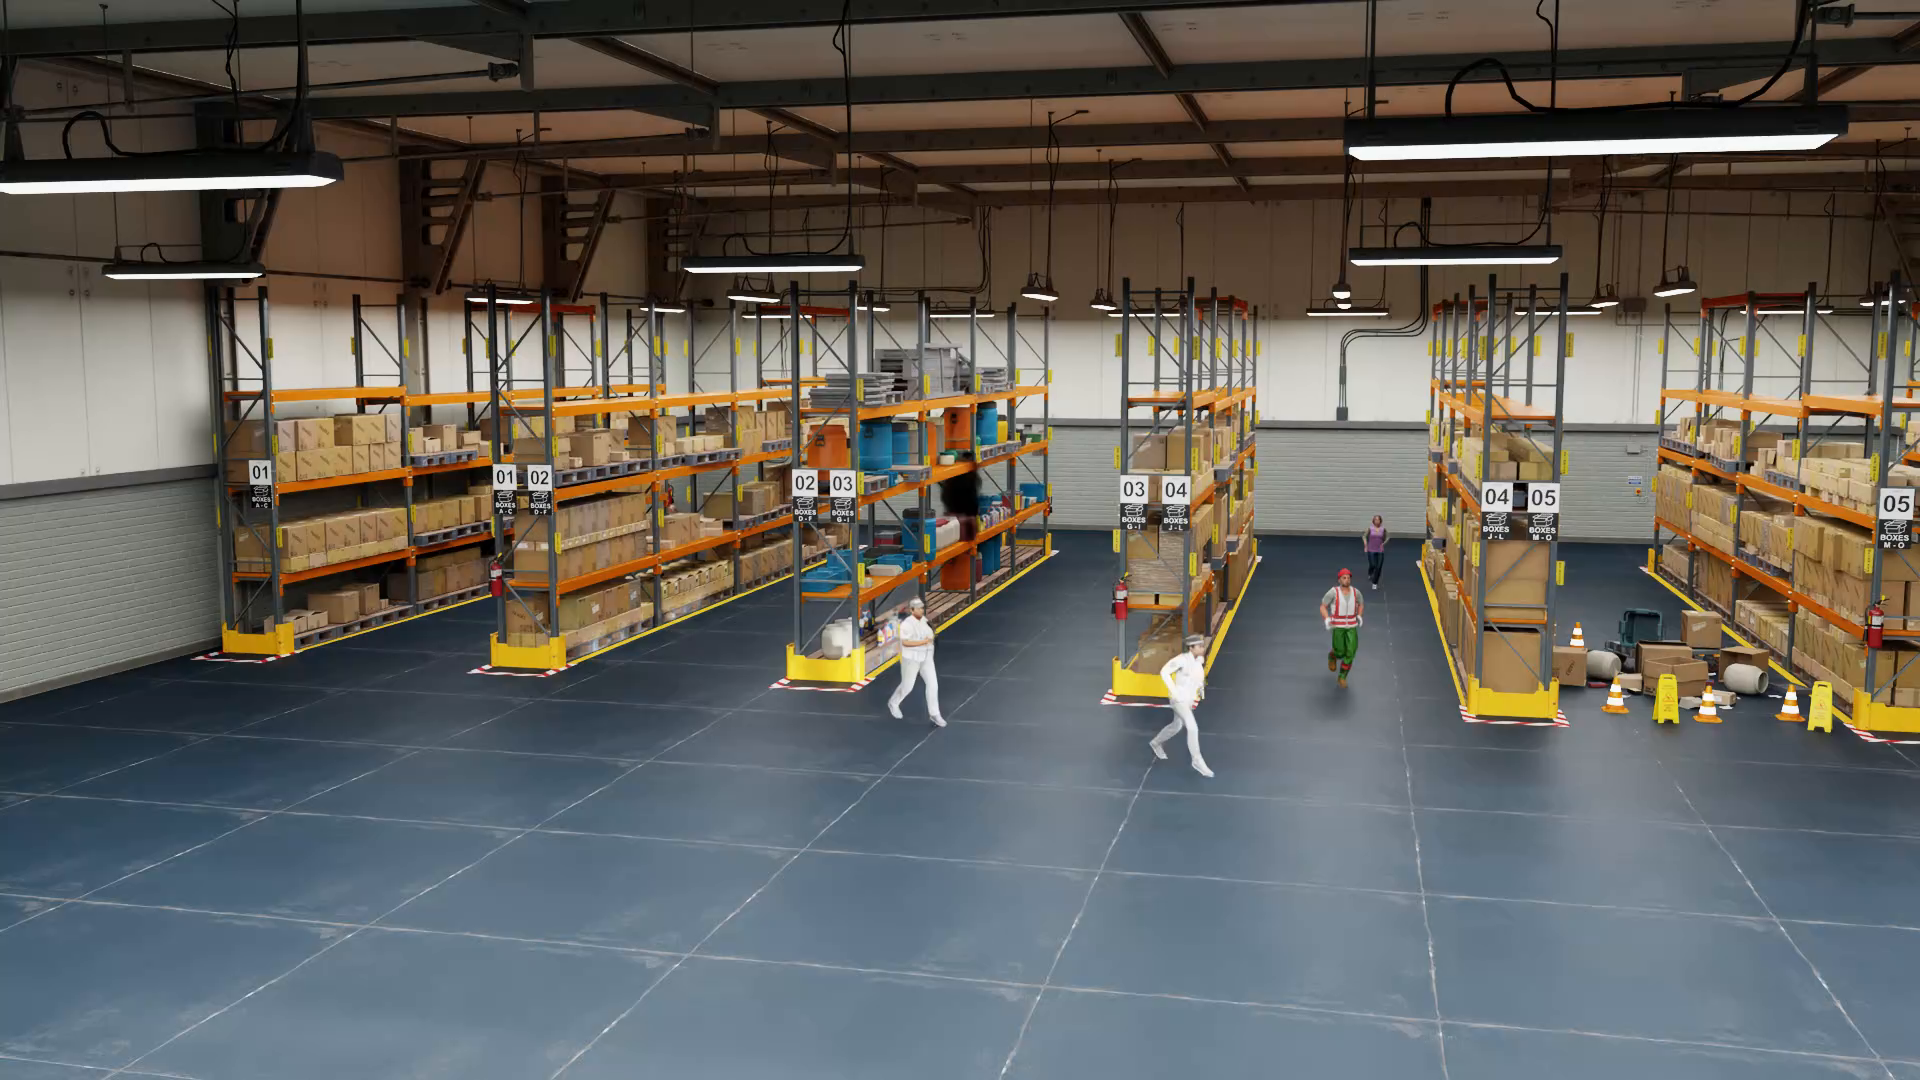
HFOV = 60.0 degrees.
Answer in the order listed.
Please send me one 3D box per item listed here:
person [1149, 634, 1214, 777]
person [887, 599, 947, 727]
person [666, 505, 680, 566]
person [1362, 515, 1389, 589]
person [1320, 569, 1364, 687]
[{"bbox_3d":[2.634,1.919,19.783,0.630,1.681,0.931,-6,9,-42],"label":"person"},{"bbox_3d":[-0.572,1.610,22.207,0.599,1.668,0.932,-6,9,-42],"label":"person"},{"bbox_3d":[-6.099,0.111,35.247,0.647,1.682,0.602,1,7,7],"label":"person"},{"bbox_3d":[8.675,0.252,34.686,0.531,1.557,0.535,1,7,9],"label":"person"},{"bbox_3d":[5.735,1.296,24.908,0.670,1.752,0.611,-1,7,-5],"label":"person"}]
